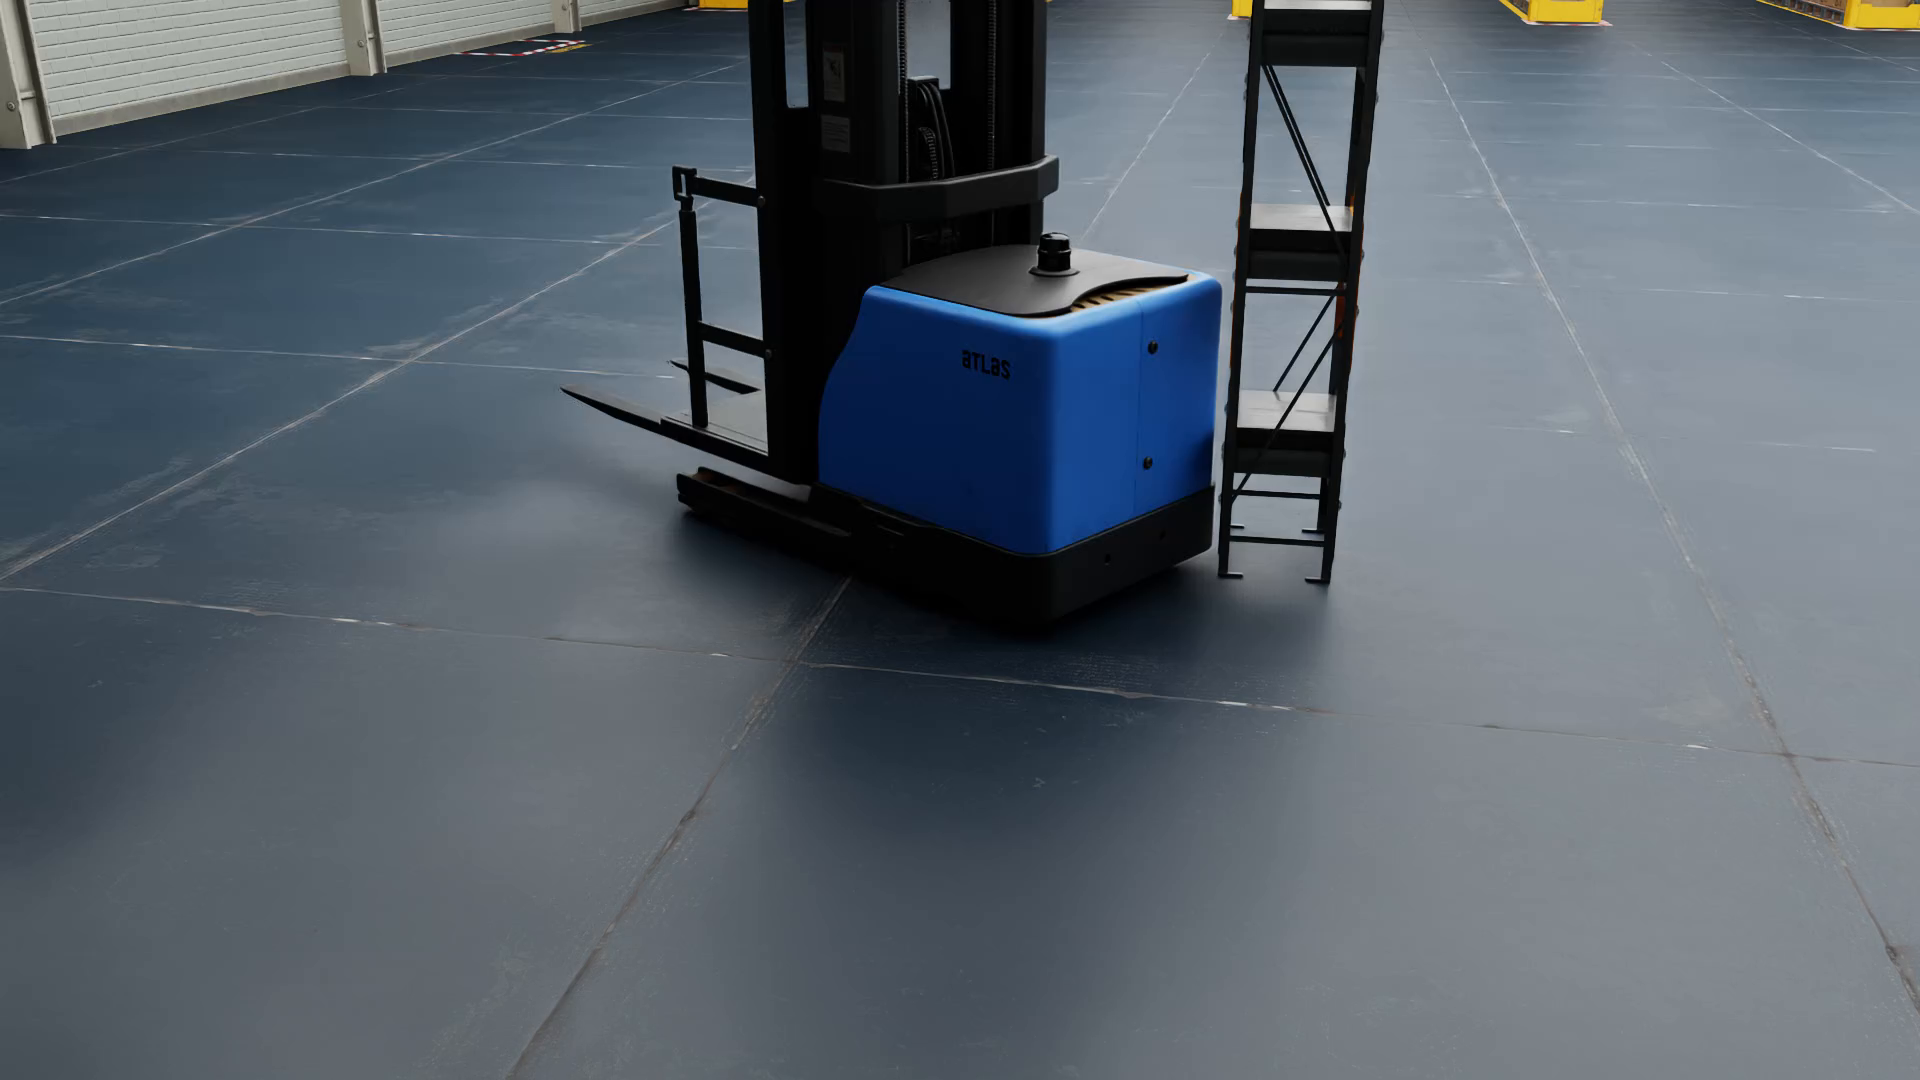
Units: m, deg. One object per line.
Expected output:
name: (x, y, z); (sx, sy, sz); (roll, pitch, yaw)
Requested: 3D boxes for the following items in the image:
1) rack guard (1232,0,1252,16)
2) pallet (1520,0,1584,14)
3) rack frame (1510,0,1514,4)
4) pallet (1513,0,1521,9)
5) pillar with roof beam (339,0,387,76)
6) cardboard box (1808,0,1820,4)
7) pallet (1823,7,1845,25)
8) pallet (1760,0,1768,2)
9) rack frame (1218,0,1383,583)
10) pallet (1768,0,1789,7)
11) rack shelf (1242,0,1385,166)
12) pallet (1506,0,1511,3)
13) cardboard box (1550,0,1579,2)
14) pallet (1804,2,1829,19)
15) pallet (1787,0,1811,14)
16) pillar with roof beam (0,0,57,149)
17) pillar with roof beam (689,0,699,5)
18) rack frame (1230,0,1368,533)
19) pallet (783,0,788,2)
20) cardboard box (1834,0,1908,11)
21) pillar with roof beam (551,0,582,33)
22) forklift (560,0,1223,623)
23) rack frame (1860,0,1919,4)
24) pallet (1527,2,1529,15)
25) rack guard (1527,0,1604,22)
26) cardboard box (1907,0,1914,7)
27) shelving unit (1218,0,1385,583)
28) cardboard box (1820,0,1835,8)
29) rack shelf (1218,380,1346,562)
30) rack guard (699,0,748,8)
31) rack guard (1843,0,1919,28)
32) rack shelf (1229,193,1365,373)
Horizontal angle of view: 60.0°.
rack guard: (5.371, -9.443, 29.132); (1.175, 0.500, 0.348); (4, 22, 11)
pallet: (10.717, -9.668, 30.075); (1.003, 0.211, 1.213); (4, 22, 11)
rack frame: (11.066, -11.657, 31.282); (1.000, 3.000, 0.127); (4, 22, 11)
pallet: (10.964, -10.115, 31.187); (1.003, 0.211, 1.213); (4, 22, 11)
pillar with roof beam: (-3.236, -9.715, 18.429); (9.100, 9.000, 0.400); (4, 22, 11)
cardboard box: (15.524, -9.896, 29.193); (0.875, 0.875, 0.875); (5, 22, 11)
pallet: (15.171, -8.784, 27.881); (1.003, 0.211, 1.213); (4, 22, 11)
pallet: (16.231, -10.684, 32.599); (1.003, 0.211, 1.213); (4, 22, 11)
rack frame: (1.134, -0.835, 5.616); (0.400, 2.100, 0.015); (4, 22, 9)
pallet: (15.985, -10.236, 31.487); (1.003, 0.211, 1.213); (4, 22, 11)
rack shelf: (1.174, -1.562, 5.583); (0.431, 0.518, 0.480); (4, 22, 9)
pallet: (11.223, -10.648, 32.510); (1.003, 0.211, 1.213); (4, 22, 11)
cardboard box: (10.394, -9.456, 28.602); (0.500, 0.500, 0.500); (9, 24, 21)
pallet: (15.423, -9.229, 28.986); (1.003, 0.211, 1.213); (4, 22, 11)
pallet: (15.669, -9.676, 30.097); (1.003, 0.211, 1.213); (4, 22, 11)
pillar with roof beam: (-4.460, -7.520, 12.981); (9.100, 9.000, 0.400); (4, 22, 11)
pillar with roof beam: (-0.787, -14.103, 29.326); (9.100, 9.000, 0.400); (4, 22, 11)
rack frame: (1.215, -1.015, 6.063); (0.400, 2.100, 0.015); (4, 22, 9)
pallet: (-3.830, -10.800, 32.888); (1.003, 0.211, 1.213); (4, 22, 11)
cardboard box: (15.159, -9.241, 27.566); (0.875, 0.875, 0.875); (5, 22, 11)
pillar with roof beam: (-2.011, -11.909, 23.878); (9.100, 9.000, 0.400); (4, 22, 11)
forklift: (-0.480, -1.536, 6.243); (3.031, 2.935, 1.130); (20, 29, 40)
rack frame: (15.085, -9.779, 26.619); (1.000, 3.000, 0.127); (4, 22, 11)
pallet: (10.466, -9.223, 28.971); (1.003, 0.211, 1.213); (4, 22, 11)
rack guard: (10.265, -9.062, 28.186); (1.175, 0.500, 0.348); (4, 22, 11)
cardboard box: (16.589, -9.438, 29.114); (0.500, 0.500, 0.500); (8, 23, 20)
shelving unit: (1.174, -0.925, 5.840); (0.431, 2.100, 0.503); (4, 22, 9)
cardboard box: (15.336, -9.563, 28.365); (0.875, 0.875, 0.875); (4, 22, 10)
rack shelf: (1.174, -0.263, 6.106); (0.431, 0.518, 0.480); (4, 22, 9)
rack guard: (-4.282, -10.195, 30.999); (1.175, 0.500, 0.348); (4, 22, 11)
rack guard: (15.080, -8.611, 27.064); (1.175, 0.500, 0.348); (4, 22, 11)
rack shelf: (1.174, -0.912, 5.845); (0.431, 0.518, 0.480); (4, 22, 9)
